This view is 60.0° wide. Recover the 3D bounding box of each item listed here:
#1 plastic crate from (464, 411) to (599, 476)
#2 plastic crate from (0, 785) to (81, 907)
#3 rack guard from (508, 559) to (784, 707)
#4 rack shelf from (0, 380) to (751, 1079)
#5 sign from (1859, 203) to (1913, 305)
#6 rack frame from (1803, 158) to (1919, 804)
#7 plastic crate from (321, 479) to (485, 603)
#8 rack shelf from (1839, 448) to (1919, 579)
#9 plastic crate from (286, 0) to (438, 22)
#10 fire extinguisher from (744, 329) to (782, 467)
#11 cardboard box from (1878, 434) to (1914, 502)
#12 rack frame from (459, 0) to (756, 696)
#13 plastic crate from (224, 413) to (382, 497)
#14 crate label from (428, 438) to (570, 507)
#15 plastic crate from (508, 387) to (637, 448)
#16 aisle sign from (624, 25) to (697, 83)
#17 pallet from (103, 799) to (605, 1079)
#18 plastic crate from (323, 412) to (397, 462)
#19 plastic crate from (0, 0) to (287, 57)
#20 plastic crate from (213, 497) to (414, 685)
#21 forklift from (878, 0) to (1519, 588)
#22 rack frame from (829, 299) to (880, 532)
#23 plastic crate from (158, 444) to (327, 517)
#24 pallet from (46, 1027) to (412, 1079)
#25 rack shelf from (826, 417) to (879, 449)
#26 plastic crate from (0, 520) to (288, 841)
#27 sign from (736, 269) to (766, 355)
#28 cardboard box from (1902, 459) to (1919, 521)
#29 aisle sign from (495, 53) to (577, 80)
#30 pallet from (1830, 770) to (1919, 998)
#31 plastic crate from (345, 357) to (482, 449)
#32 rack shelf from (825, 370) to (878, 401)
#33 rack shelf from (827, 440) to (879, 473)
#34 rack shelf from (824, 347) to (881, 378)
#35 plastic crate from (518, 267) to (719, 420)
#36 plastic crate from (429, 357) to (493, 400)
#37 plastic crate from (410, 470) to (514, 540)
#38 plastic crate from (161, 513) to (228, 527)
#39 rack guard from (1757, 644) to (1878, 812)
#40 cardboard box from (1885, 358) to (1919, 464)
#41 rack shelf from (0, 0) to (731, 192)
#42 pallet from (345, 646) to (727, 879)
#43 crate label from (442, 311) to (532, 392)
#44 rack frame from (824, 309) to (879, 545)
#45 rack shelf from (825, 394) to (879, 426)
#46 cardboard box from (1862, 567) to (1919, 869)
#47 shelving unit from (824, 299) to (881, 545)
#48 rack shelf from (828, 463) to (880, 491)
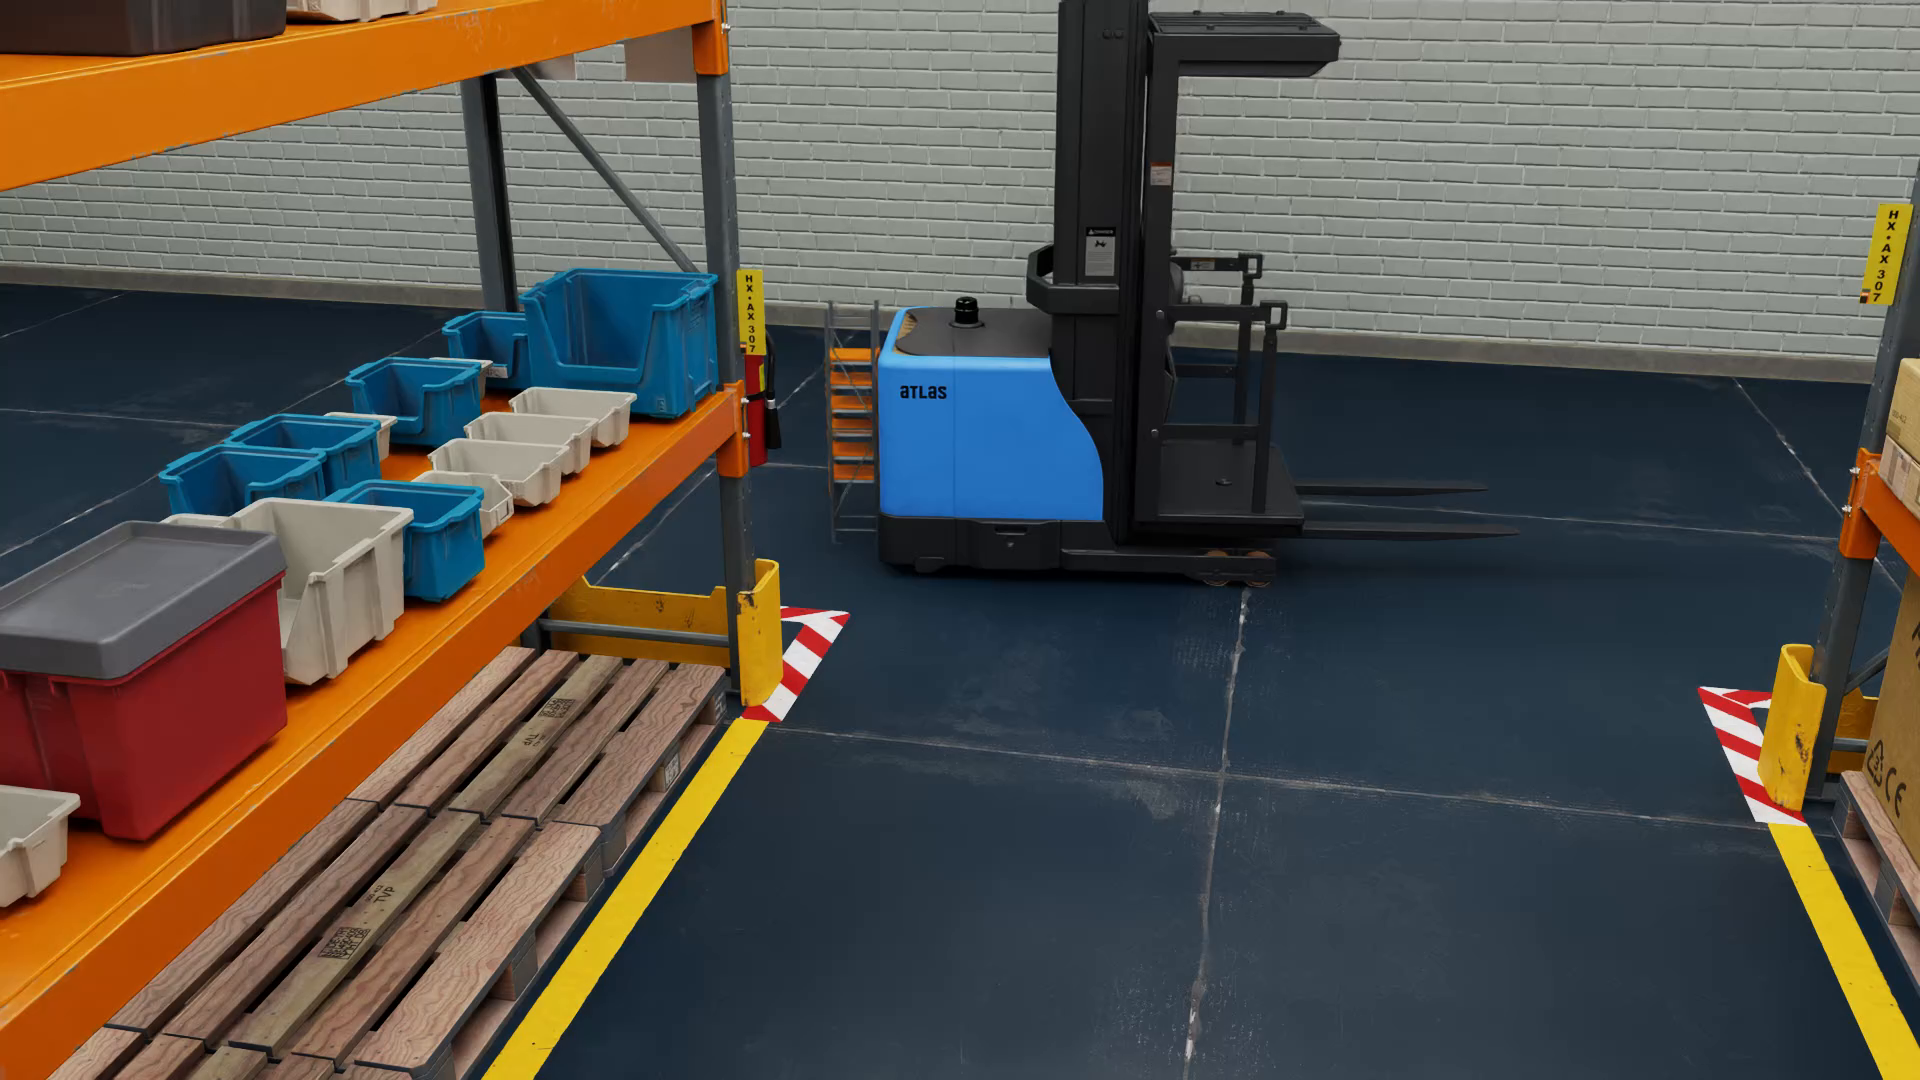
[{"bbox_3d":[-1.387,-0.303,5.363,0.396,0.136,0.243,4,22,11],"label":"plastic crate"},{"bbox_3d":[-1.906,0.584,3.161,0.396,0.136,0.243,4,22,11],"label":"plastic crate"},{"bbox_3d":[-1.332,0.336,6.851,1.175,0.500,0.348,4,22,11],"label":"rack guard"},{"bbox_3d":[-1.733,0.251,4.678,1.077,0.370,4.000,4,22,11],"label":"rack shelf"},{"bbox_3d":[2.982,-0.919,5.356,0.100,0.325,0.005,4,22,11],"label":"sign"},{"bbox_3d":[3.524,-0.437,5.422,1.000,3.000,0.127,4,22,11],"label":"rack frame"},{"bbox_3d":[-1.492,0.006,4.466,0.416,0.233,0.300,4,22,11],"label":"plastic crate"},{"bbox_3d":[3.116,0.629,3.740,1.077,0.370,4.000,4,22,11],"label":"rack shelf"},{"bbox_3d":[-1.503,-1.309,3.925,0.437,0.136,0.530,4,22,11],"label":"plastic crate"},{"bbox_3d":[-0.849,-0.626,6.495,0.296,0.674,0.183,4,22,11],"label":"fire extinguisher"},{"bbox_3d":[3.129,-0.215,5.209,0.380,0.149,0.250,5,22,12],"label":"cardboard box"},{"bbox_3d":[-1.324,-0.814,6.360,1.000,3.000,0.127,4,22,11],"label":"rack frame"},{"bbox_3d":[-1.966,-0.218,5.022,0.416,0.233,0.300,4,22,11],"label":"plastic crate"},{"bbox_3d":[-1.420,-0.199,5.105,0.396,0.136,0.243,4,22,11],"label":"crate label"},{"bbox_3d":[-1.314,-0.408,5.623,0.396,0.136,0.243,4,22,11],"label":"plastic crate"},{"bbox_3d":[-1.023,-2.024,5.884,0.394,0.787,0.004,4,22,11],"label":"aisle sign"},{"bbox_3d":[-1.782,1.223,5.035,1.003,0.211,1.213,4,22,11],"label":"pallet"},{"bbox_3d":[-1.982,-0.295,5.344,0.250,0.136,0.298,4,22,11],"label":"plastic crate"},{"bbox_3d":[-1.619,-1.115,3.268,0.497,0.269,0.590,4,22,11],"label":"plastic crate"},{"bbox_3d":[-1.649,0.132,4.090,0.437,0.282,0.530,4,22,11],"label":"plastic crate"},{"bbox_3d":[1.146,-1.342,7.763,3.031,2.935,1.130,1,22,3],"label":"forklift"},{"bbox_3d":[-0.511,-0.601,8.238,0.240,1.200,0.006,1,22,3],"label":"rack frame"},{"bbox_3d":[-2.027,-0.108,4.750,0.416,0.233,0.300,4,22,11],"label":"plastic crate"},{"bbox_3d":[-2.029,1.670,3.923,1.003,0.211,1.213,4,22,11],"label":"pallet"},{"bbox_3d":[-0.516,-0.525,8.169,0.258,0.103,0.180,1,22,3],"label":"rack shelf"},{"bbox_3d":[-1.713,0.284,3.468,0.402,0.464,0.583,4,22,11],"label":"plastic crate"},{"bbox_3d":[-0.783,-0.854,6.240,0.100,0.325,0.005,4,22,11],"label":"sign"},{"bbox_3d":[3.078,-0.121,4.976,0.380,0.149,0.250,4,22,10],"label":"cardboard box"},{"bbox_3d":[-1.601,-2.069,5.996,0.394,0.787,0.004,4,22,11],"label":"aisle sign"},{"bbox_3d":[3.438,1.155,5.202,1.003,0.211,1.213,4,22,11],"label":"pallet"},{"bbox_3d":[-1.831,-0.458,5.620,0.416,0.233,0.300,4,22,11],"label":"plastic crate"},{"bbox_3d":[-0.517,-0.748,8.080,0.258,0.103,0.180,1,22,3],"label":"rack shelf"},{"bbox_3d":[-0.515,-0.414,8.214,0.258,0.103,0.180,1,22,3],"label":"rack shelf"},{"bbox_3d":[-0.517,-0.859,8.035,0.258,0.103,0.180,1,22,3],"label":"rack shelf"},{"bbox_3d":[-1.210,-0.722,6.002,0.616,0.435,0.499,4,22,11],"label":"plastic crate"},{"bbox_3d":[-1.844,-0.543,5.960,0.250,0.136,0.298,4,22,11],"label":"plastic crate"},{"bbox_3d":[-1.462,-0.089,4.833,0.298,0.136,0.250,4,22,11],"label":"plastic crate"},{"bbox_3d":[-2.080,0.084,4.404,0.293,0.136,0.466,4,22,11],"label":"plastic crate"},{"bbox_3d":[3.529,0.714,5.911,1.175,0.500,0.348,4,22,11],"label":"rack guard"},{"bbox_3d":[3.162,-0.350,5.010,0.500,0.250,0.500,4,22,9],"label":"cardboard box"},{"bbox_3d":[-1.733,-1.140,4.118,1.077,0.370,4.000,4,22,11],"label":"rack shelf"},{"bbox_3d":[-1.531,0.778,6.139,1.003,0.211,1.213,4,22,11],"label":"pallet"},{"bbox_3d":[-1.697,-0.699,6.218,0.416,0.233,0.303,4,22,11],"label":"crate label"},{"bbox_3d":[-0.521,-0.532,8.068,0.240,1.200,0.006,1,22,3],"label":"rack frame"},{"bbox_3d":[-0.516,-0.637,8.125,0.258,0.103,0.180,1,22,3],"label":"rack shelf"},{"bbox_3d":[3.472,0.594,5.144,0.875,0.875,0.875,4,22,11],"label":"cardboard box"},{"bbox_3d":[-0.516,-0.566,8.153,0.258,1.200,0.189,1,22,3],"label":"shelving unit"},{"bbox_3d":[-0.515,-0.303,8.259,0.258,0.103,0.180,1,22,3],"label":"rack shelf"}]
